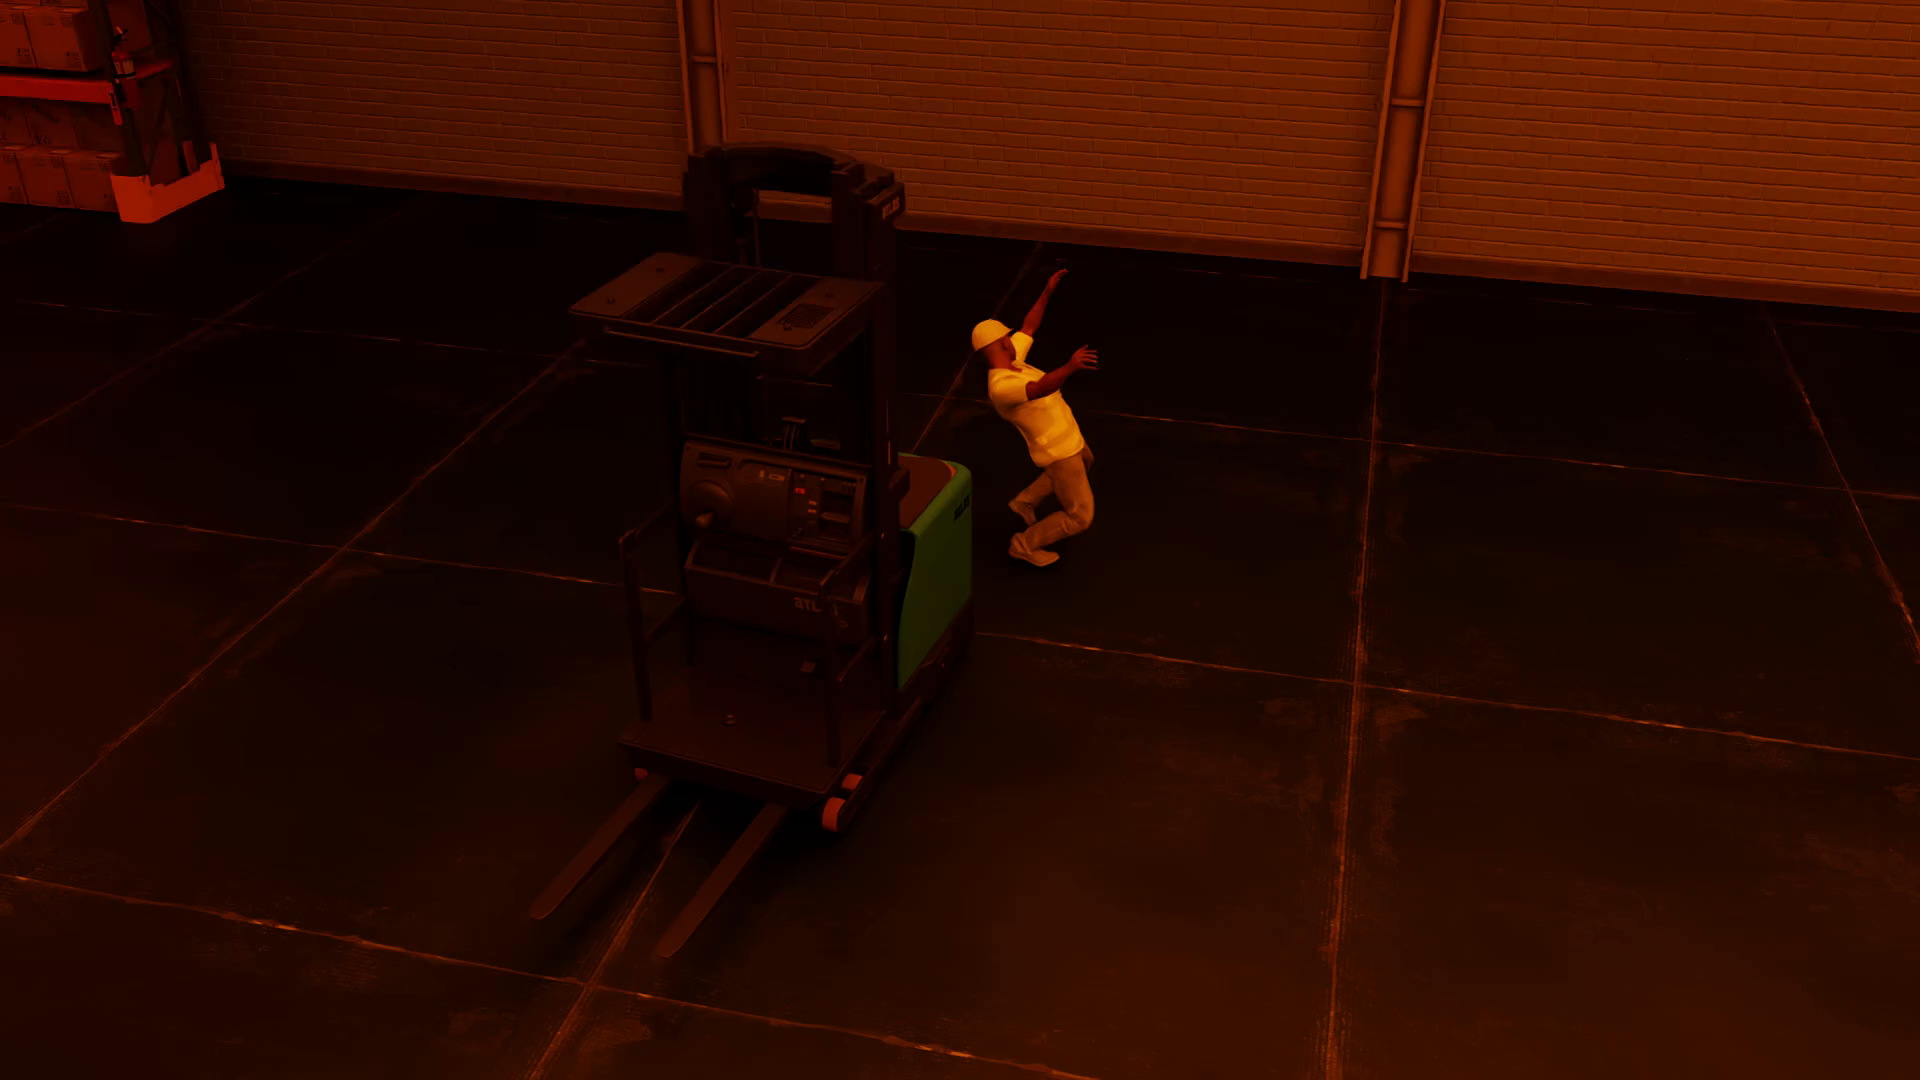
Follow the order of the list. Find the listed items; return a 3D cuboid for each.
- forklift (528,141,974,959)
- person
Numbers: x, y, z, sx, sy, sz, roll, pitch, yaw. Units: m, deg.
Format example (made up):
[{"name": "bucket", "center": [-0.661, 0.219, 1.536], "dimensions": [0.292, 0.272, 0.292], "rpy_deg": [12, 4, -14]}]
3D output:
[{"name": "forklift", "center": [-0.935, -0.147, 7.430], "dimensions": [1.130, 2.935, 3.031], "rpy_deg": [11, 31, 19]}, {"name": "person", "center": [0.436, -0.619, 9.565], "dimensions": [0.743, 1.642, 1.057], "rpy_deg": [-1, 30, -1]}]
